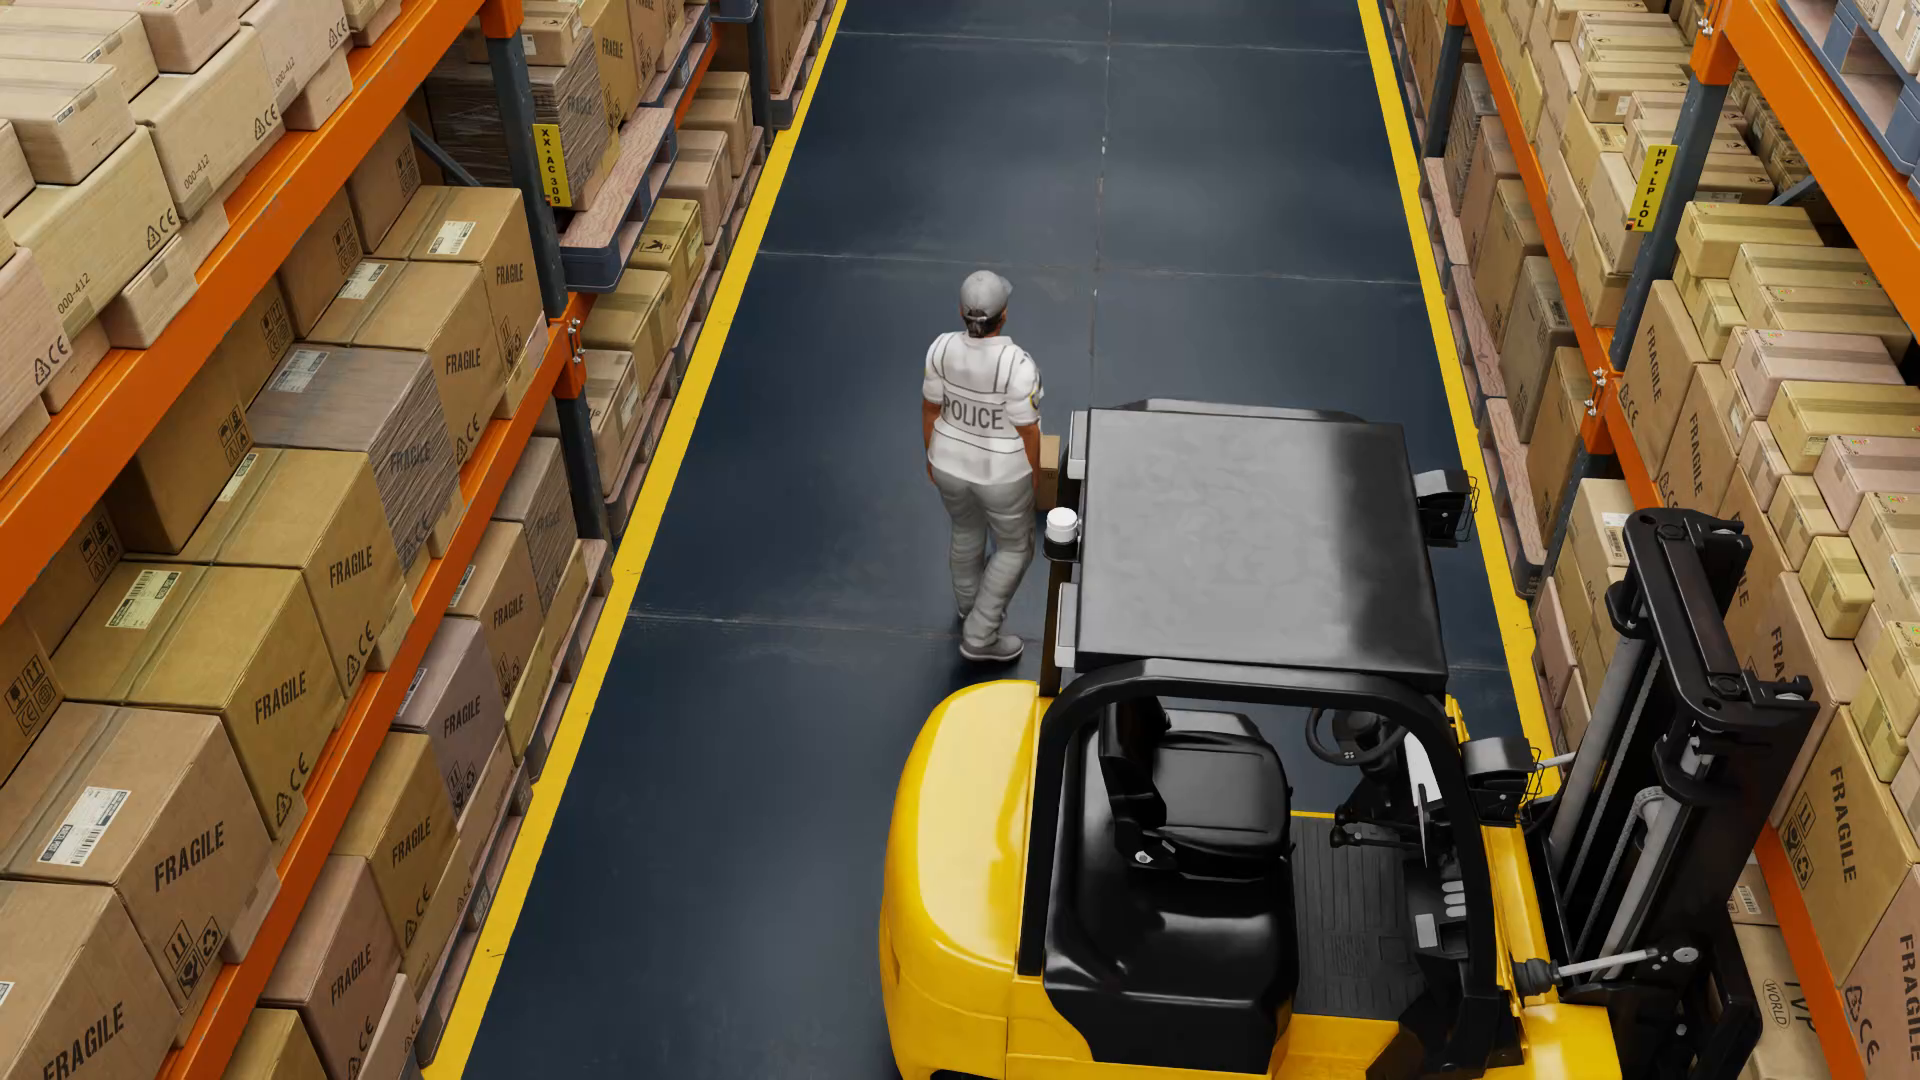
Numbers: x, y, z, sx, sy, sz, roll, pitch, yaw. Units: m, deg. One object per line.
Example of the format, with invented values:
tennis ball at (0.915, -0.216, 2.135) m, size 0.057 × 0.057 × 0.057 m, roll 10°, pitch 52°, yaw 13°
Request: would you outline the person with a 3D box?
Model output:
person at (0.064, -0.292, 6.443) m, size 0.485 × 1.600 × 0.511 m, roll 20°, pitch 44°, yaw 22°
